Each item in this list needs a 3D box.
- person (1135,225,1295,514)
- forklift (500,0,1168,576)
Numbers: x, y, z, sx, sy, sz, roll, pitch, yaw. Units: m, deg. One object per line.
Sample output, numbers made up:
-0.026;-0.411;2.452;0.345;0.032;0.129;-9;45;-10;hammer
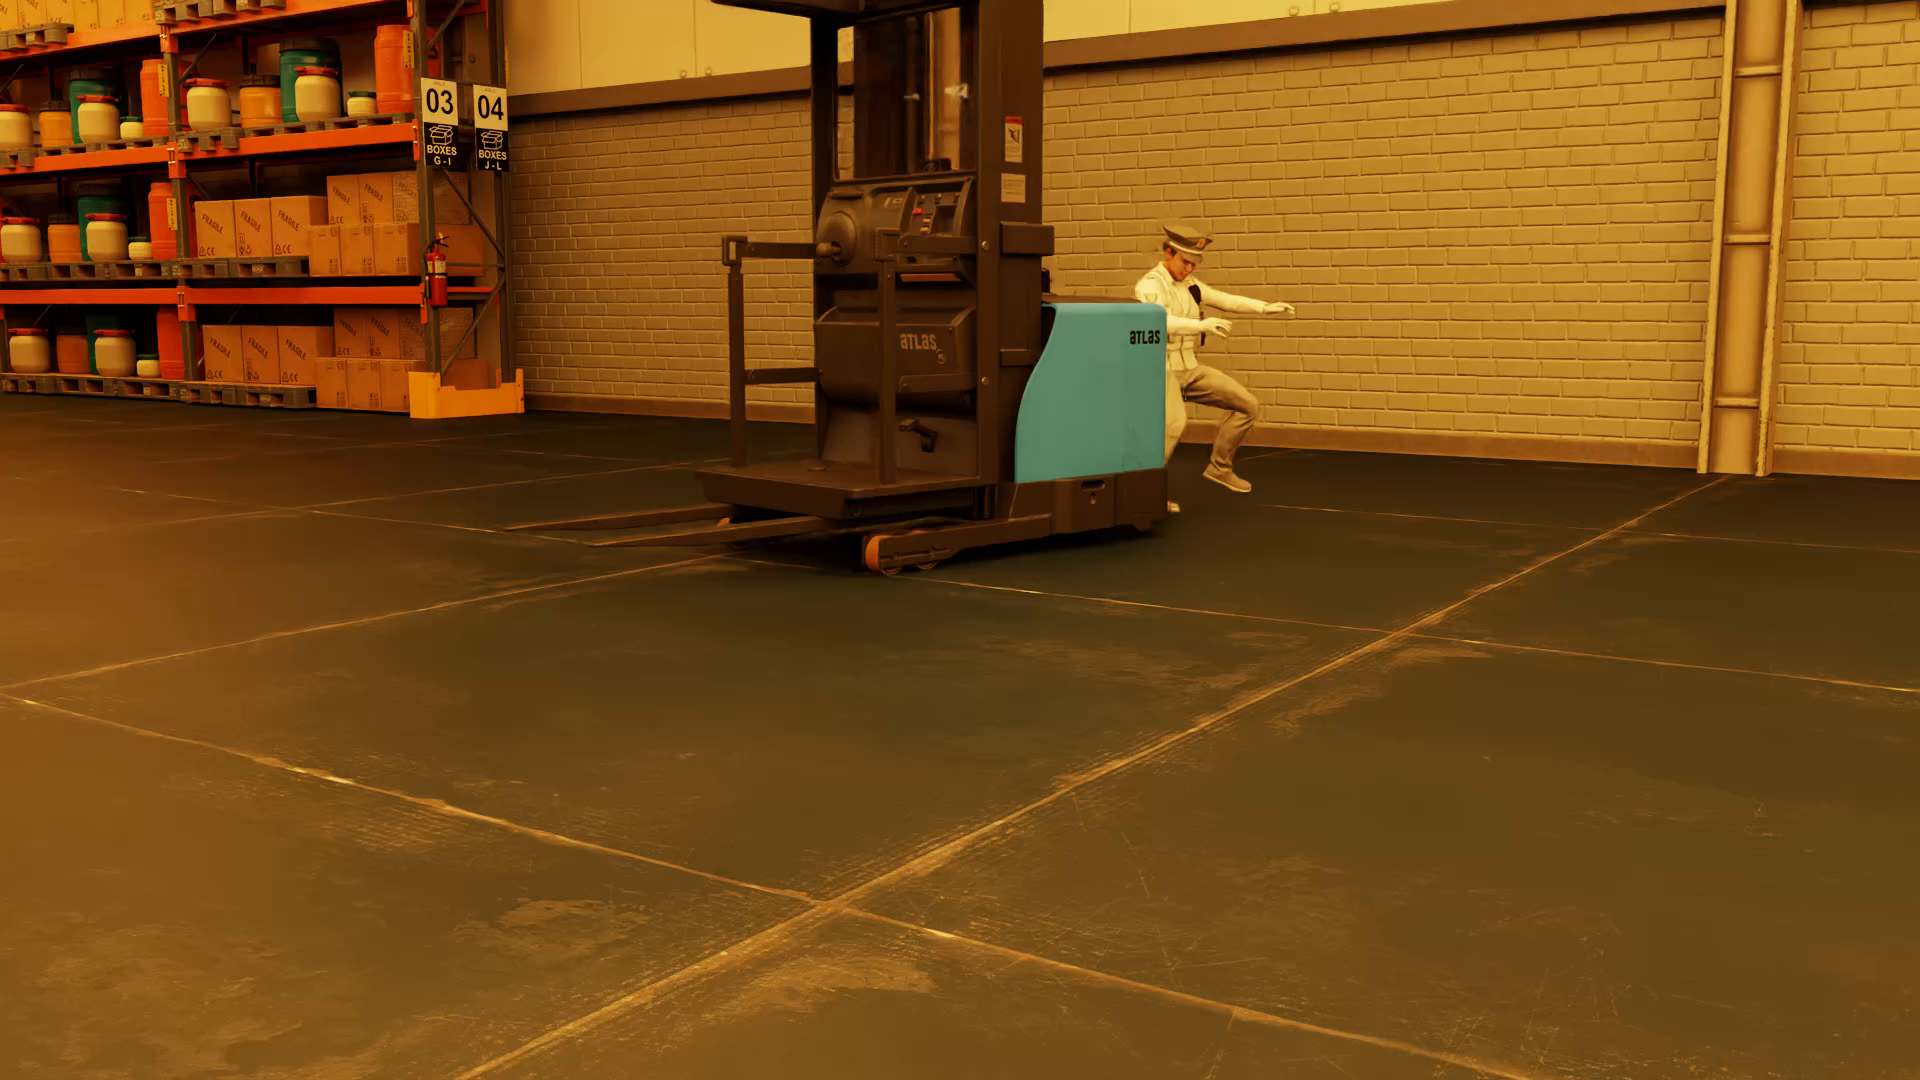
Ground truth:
1.219;-0.899;8.582;1.092;1.422;0.654;-7;11;-41;person
-0.438;-1.391;6.977;3.031;2.935;1.130;-8;11;-43;forklift
